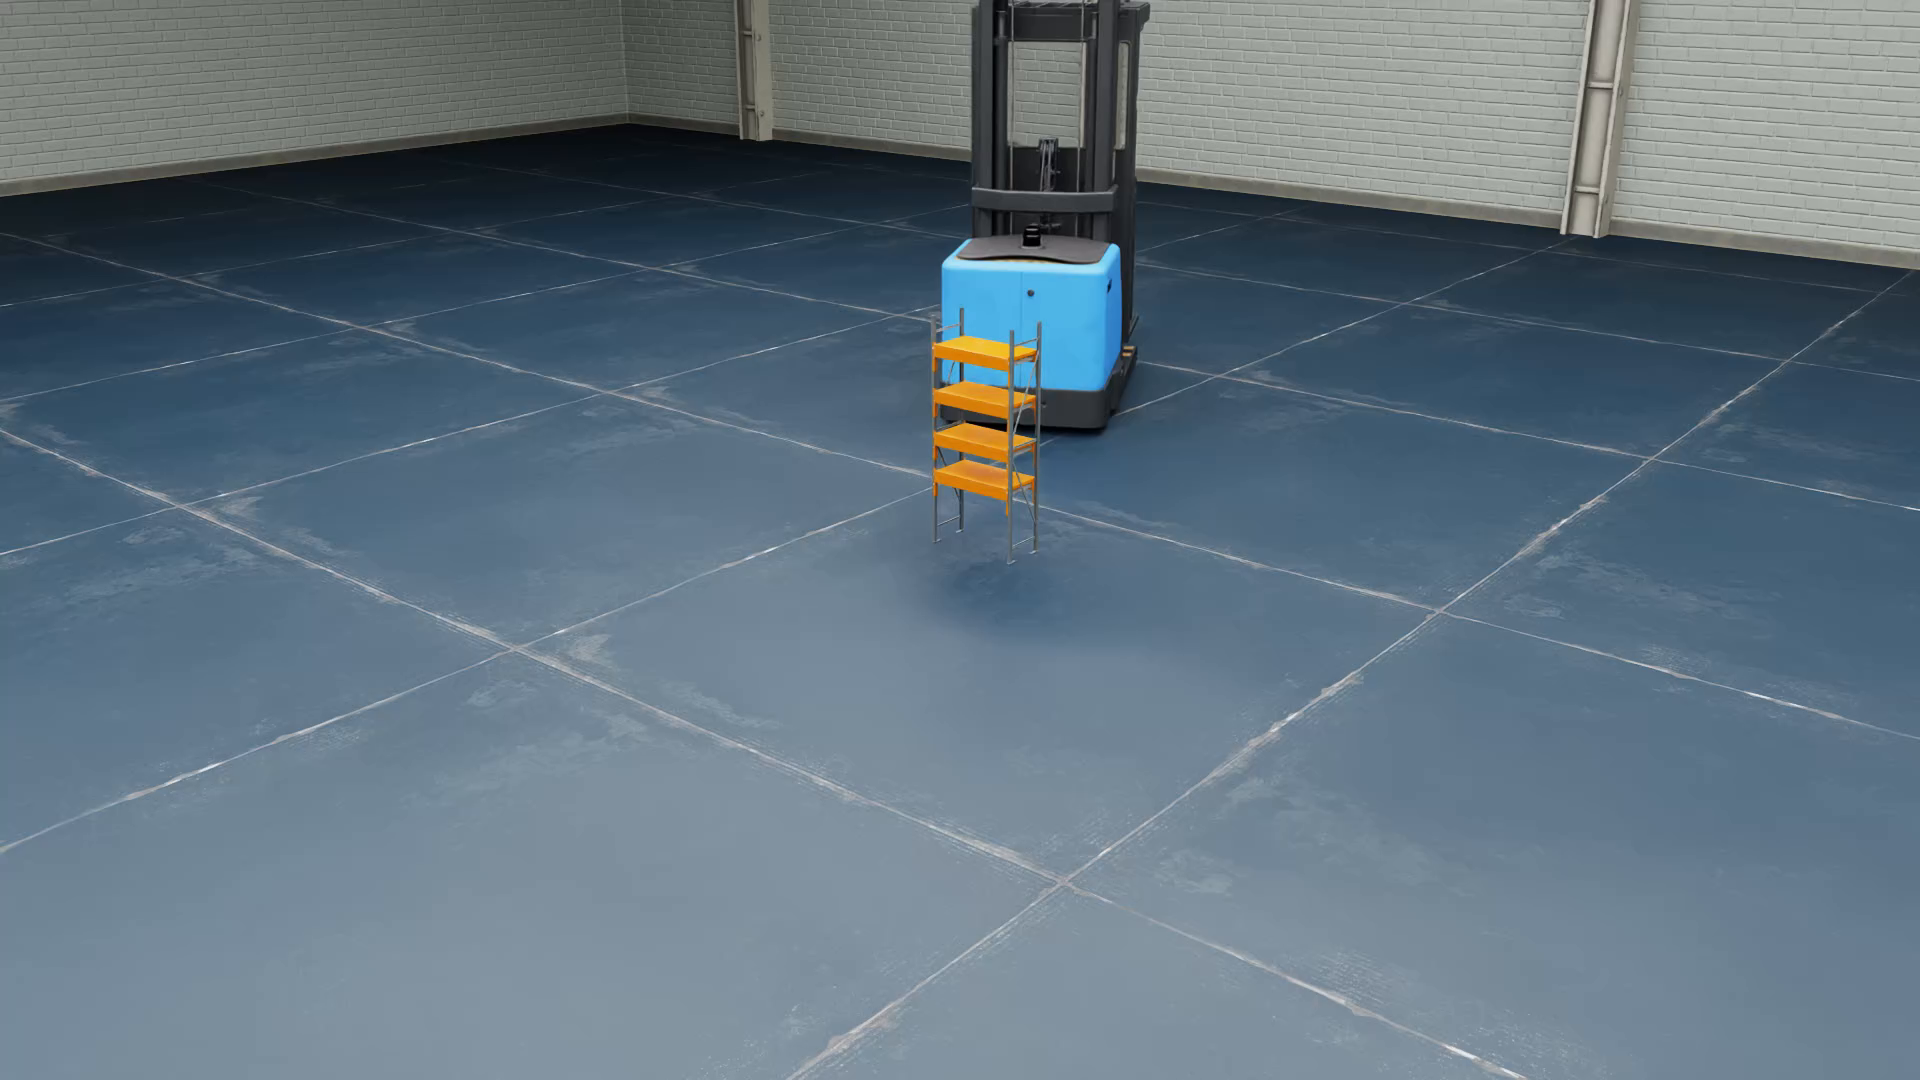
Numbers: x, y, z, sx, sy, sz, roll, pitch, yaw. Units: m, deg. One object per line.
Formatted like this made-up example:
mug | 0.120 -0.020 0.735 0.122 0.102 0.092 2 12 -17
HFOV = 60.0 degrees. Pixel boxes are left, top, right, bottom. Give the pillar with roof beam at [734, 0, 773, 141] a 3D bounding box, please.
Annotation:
pillar with roof beam | -5.659 -8.830 19.330 0.400 9.000 9.100 16 26 36

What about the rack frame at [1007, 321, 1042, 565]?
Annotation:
rack frame | 0.317 -0.470 8.214 0.015 1.200 0.240 16 26 36

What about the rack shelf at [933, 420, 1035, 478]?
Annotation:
rack shelf | 0.128 -0.462 8.382 0.480 0.148 0.258 16 26 36

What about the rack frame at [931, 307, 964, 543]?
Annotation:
rack frame | -0.061 -0.579 8.503 0.015 1.200 0.240 16 26 36

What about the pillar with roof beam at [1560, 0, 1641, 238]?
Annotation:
pillar with roof beam | 3.638 -6.153 12.230 0.400 9.000 9.100 16 26 36

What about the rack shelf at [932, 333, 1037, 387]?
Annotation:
rack shelf | 0.128 -0.892 8.220 0.480 0.148 0.258 16 26 36

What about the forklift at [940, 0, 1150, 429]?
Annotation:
forklift | 0.666 -2.547 11.268 1.130 2.935 3.031 4 21 11

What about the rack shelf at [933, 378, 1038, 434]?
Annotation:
rack shelf | 0.128 -0.671 8.303 0.480 0.148 0.258 16 26 36

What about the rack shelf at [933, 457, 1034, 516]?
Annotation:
rack shelf | 0.128 -0.276 8.452 0.480 0.148 0.258 16 26 36

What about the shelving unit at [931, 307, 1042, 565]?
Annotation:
shelving unit | 0.128 -0.524 8.359 0.503 1.200 0.258 16 26 36

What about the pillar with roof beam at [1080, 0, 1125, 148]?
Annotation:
pillar with roof beam | -1.011 -7.491 15.780 0.400 9.000 9.100 16 26 36
